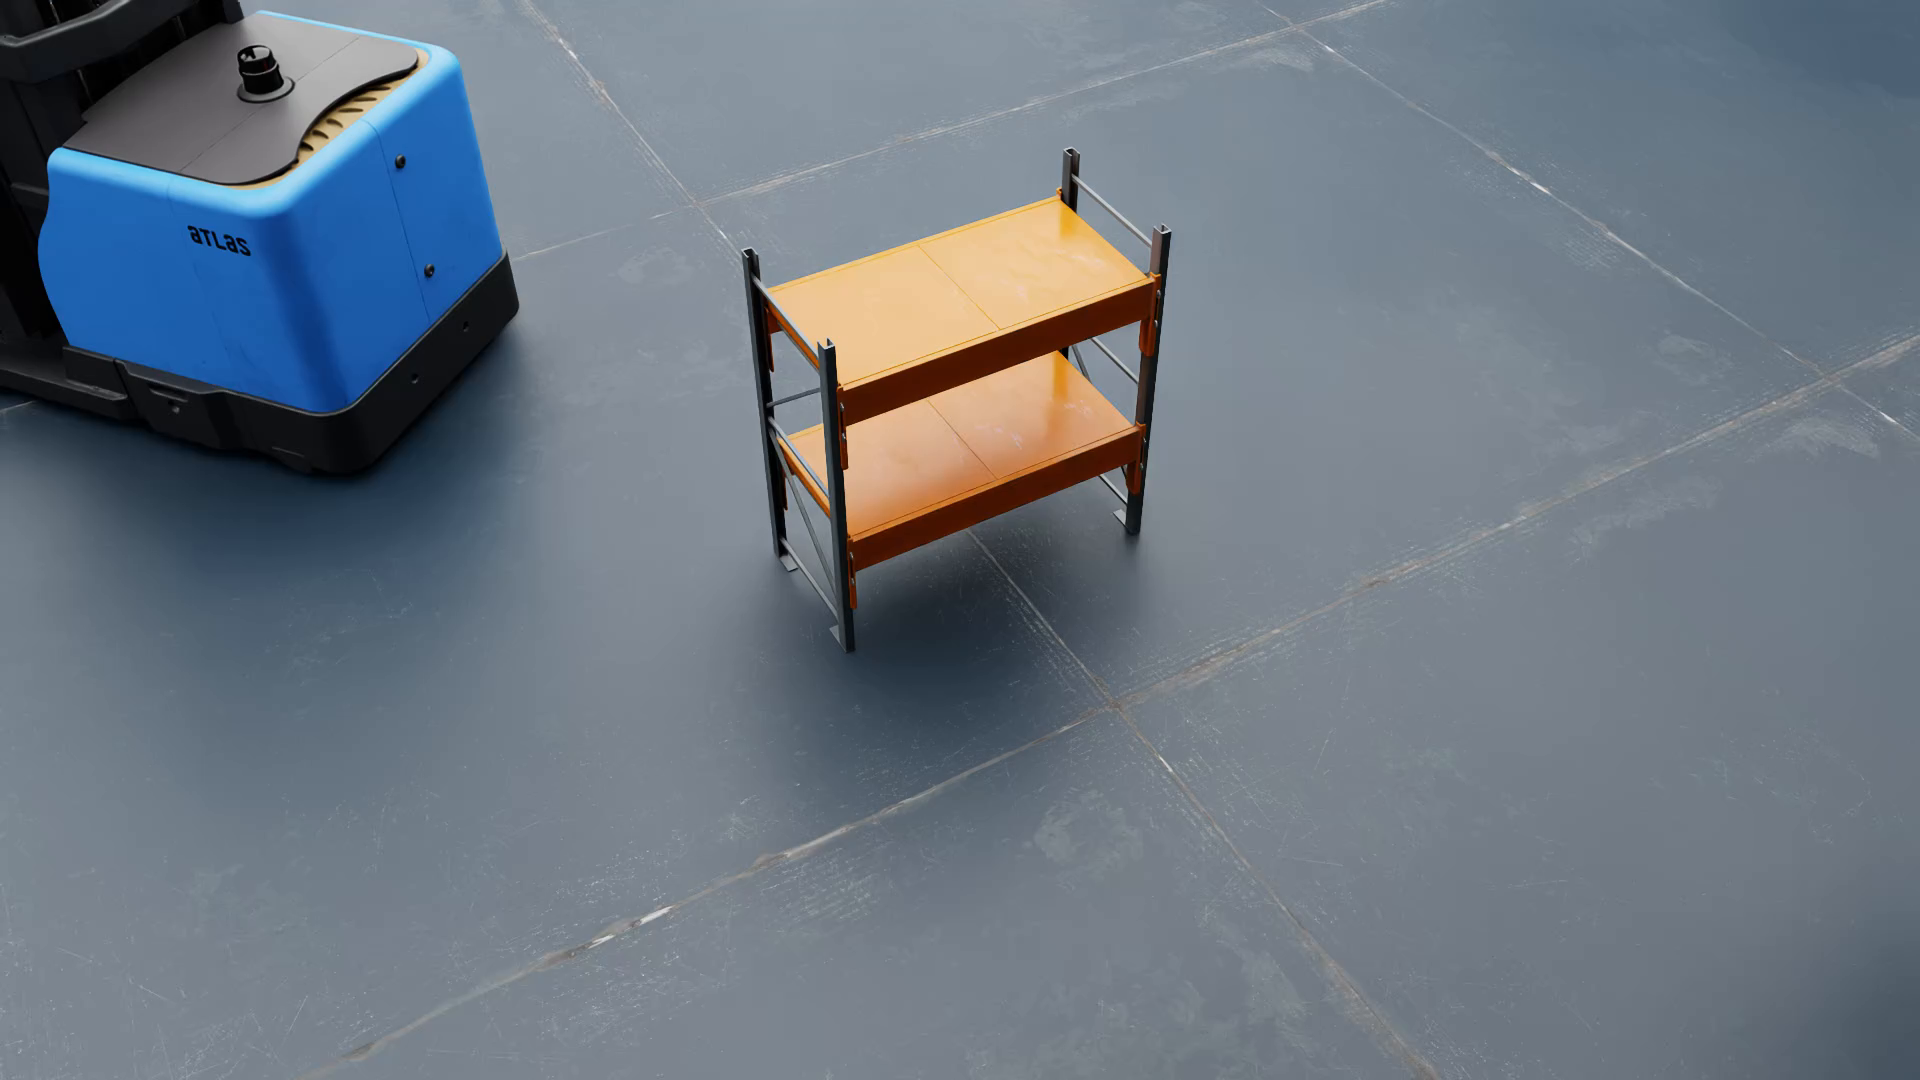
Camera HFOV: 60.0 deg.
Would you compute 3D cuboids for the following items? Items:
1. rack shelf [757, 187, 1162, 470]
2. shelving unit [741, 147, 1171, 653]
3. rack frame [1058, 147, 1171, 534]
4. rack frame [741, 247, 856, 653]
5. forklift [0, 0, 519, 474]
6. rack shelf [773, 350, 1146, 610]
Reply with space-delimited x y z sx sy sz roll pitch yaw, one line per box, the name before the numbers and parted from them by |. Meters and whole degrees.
rack shelf | -0.006 -0.611 4.652 1.000 0.278 0.538 -22 48 -21
shelving unit | -0.006 -0.401 4.856 1.048 1.125 0.538 -22 48 -21
rack frame | 0.435 -0.578 5.038 0.032 1.125 0.500 -22 48 -21
rack frame | -0.447 -0.225 4.674 0.032 1.125 0.500 -22 48 -21
forklift | -3.164 -1.914 5.118 3.031 2.935 1.130 15 46 15
rack shelf | -0.006 -0.226 5.026 1.000 0.278 0.538 -22 48 -21
